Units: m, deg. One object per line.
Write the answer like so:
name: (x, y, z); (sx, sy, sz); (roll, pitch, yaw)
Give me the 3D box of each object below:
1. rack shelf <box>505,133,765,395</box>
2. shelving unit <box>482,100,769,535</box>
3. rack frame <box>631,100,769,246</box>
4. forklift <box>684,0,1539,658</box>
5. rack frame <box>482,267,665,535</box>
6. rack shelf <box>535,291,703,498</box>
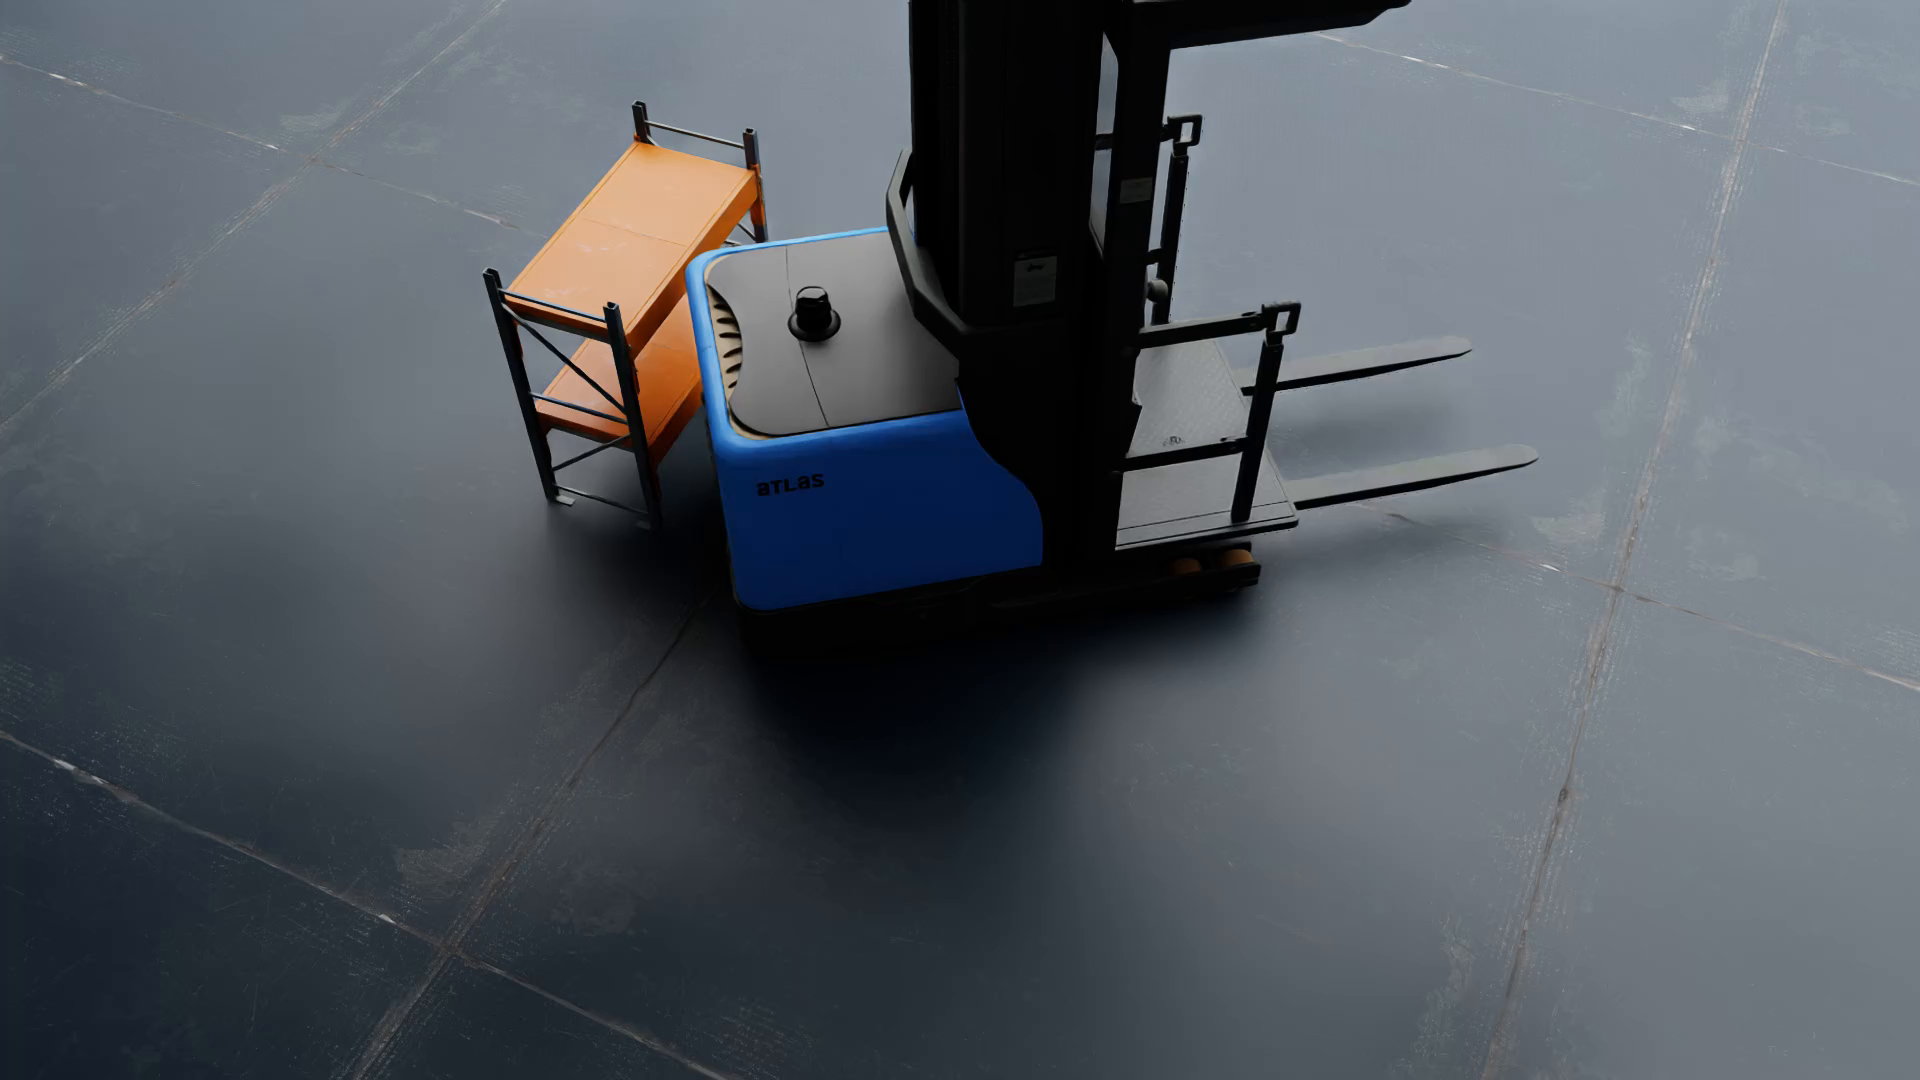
rack shelf: (-1.164, -1.015, 5.991); (0.538, 0.278, 1.000); (17, 52, 14)
shelving unit: (-1.164, -0.825, 6.214); (0.538, 1.125, 1.048); (17, 52, 14)
rack frame: (-0.977, -1.185, 6.520); (0.500, 1.125, 0.032); (17, 52, 14)
forklift: (0.618, -1.115, 5.275); (3.031, 2.935, 1.130); (-9, 50, -8)
rack frame: (-1.352, -0.466, 5.908); (0.500, 1.125, 0.032); (17, 52, 14)
rack shelf: (-1.164, -0.667, 6.400); (0.538, 0.278, 1.000); (17, 52, 14)
